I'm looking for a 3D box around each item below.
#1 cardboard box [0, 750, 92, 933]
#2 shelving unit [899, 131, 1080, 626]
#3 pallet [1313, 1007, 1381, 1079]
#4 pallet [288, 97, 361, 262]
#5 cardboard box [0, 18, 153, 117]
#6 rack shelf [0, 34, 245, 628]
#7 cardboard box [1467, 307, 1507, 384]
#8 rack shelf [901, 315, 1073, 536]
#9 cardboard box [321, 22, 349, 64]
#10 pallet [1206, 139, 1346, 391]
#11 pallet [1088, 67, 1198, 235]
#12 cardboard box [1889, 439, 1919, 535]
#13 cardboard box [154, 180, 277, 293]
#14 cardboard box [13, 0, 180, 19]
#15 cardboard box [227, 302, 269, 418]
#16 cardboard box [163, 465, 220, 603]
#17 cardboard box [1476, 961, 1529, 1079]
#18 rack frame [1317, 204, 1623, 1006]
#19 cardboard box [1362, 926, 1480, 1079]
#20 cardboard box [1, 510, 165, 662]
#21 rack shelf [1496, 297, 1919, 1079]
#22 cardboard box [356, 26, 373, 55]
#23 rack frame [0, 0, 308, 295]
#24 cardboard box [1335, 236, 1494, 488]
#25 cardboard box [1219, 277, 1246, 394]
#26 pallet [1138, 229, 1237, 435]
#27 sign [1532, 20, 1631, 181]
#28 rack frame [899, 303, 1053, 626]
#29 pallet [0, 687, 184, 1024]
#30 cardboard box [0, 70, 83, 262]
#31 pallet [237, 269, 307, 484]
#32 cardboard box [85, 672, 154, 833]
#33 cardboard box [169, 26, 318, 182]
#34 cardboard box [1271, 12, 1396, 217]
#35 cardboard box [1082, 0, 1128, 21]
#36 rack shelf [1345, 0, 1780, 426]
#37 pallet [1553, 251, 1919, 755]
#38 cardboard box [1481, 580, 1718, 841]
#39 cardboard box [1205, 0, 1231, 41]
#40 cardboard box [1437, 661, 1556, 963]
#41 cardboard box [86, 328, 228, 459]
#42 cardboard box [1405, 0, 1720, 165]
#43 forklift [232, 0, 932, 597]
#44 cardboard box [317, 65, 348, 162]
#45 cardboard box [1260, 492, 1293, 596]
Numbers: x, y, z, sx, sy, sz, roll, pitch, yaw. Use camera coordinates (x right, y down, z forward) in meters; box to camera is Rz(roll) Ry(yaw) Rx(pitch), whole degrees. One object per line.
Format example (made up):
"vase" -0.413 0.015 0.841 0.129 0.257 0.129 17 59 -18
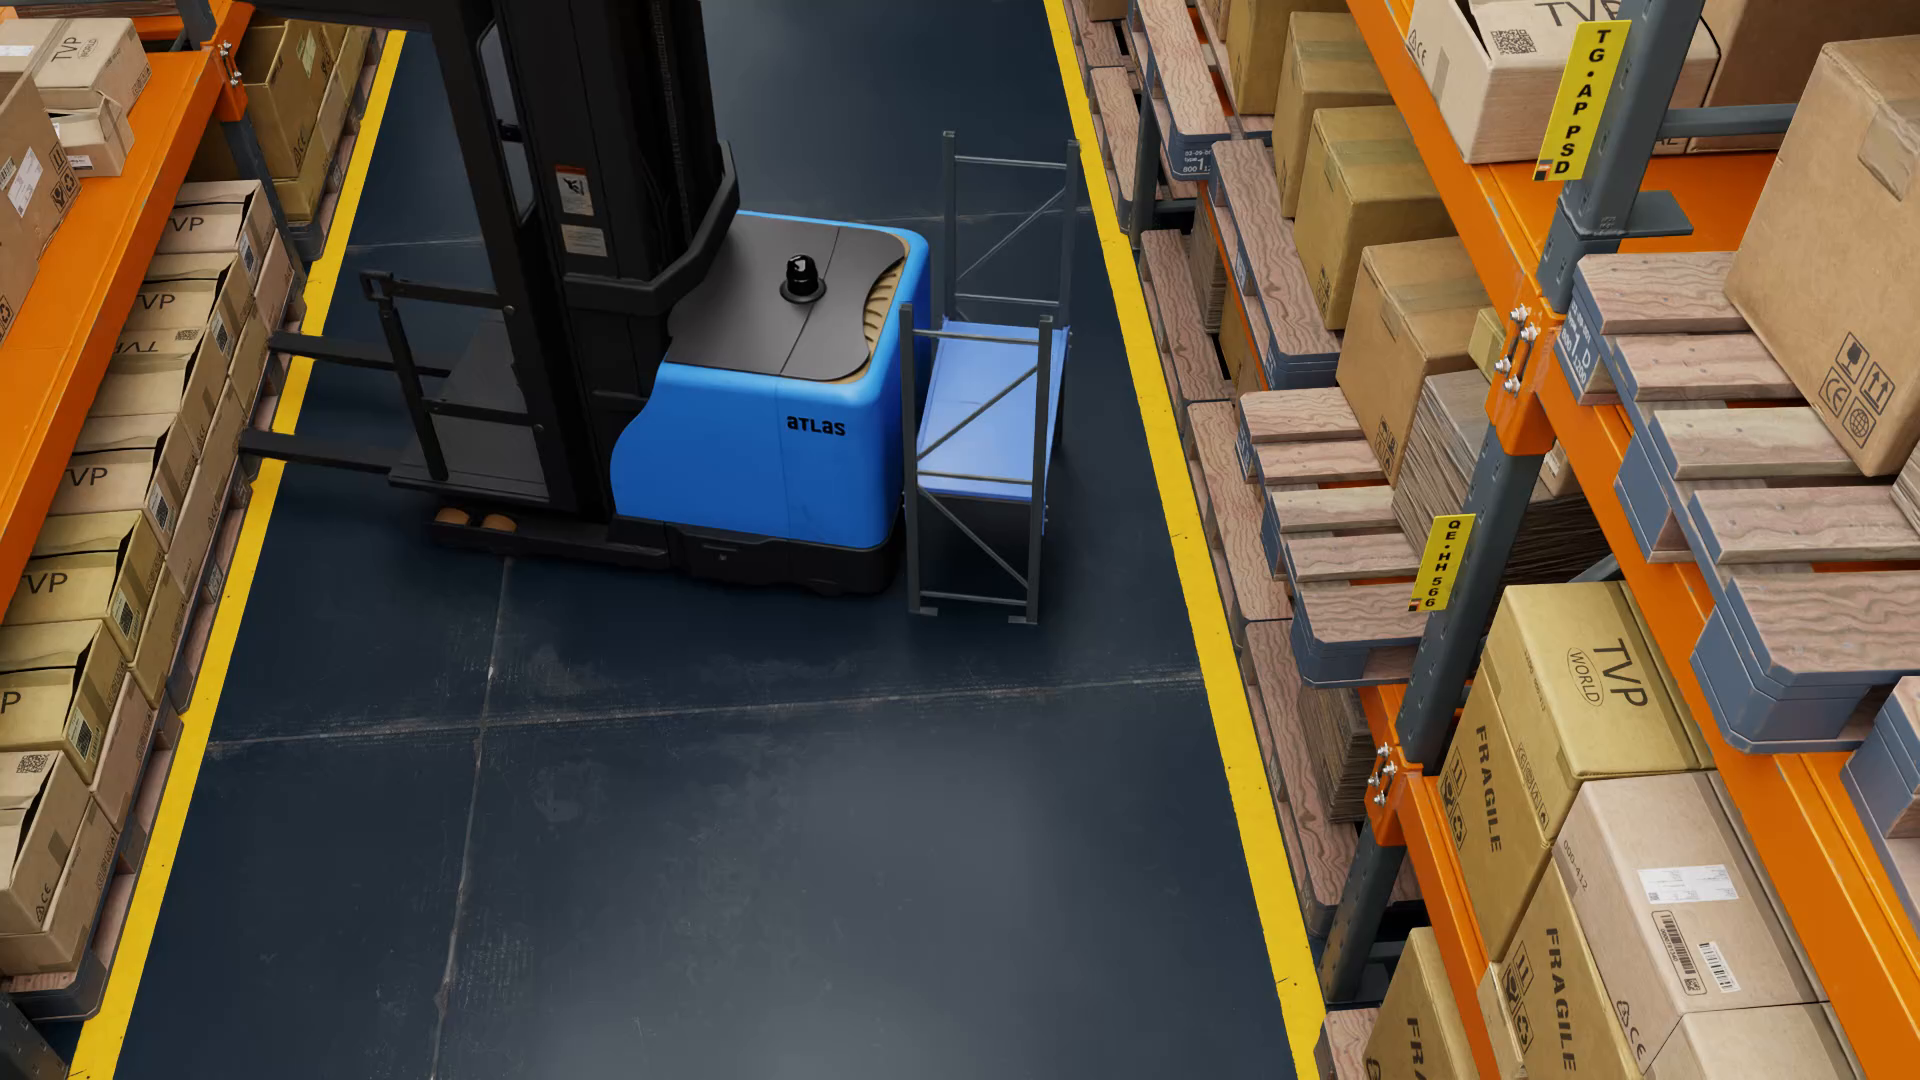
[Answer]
"cardboard box" -3.021 0.903 5.047 0.500 0.311 0.500 -2 47 -2
"shelving unit" 0.119 -0.586 6.272 0.538 1.500 1.048 6 47 5
"pallet" 1.657 1.922 4.785 1.003 0.211 1.213 -3 47 -3
"pallet" -3.629 -1.822 8.330 1.003 0.211 1.213 -3 47 -3
"cardboard box" -3.520 -1.797 6.490 0.500 0.250 0.500 -1 47 -1
"rack shelf" -3.437 -0.508 5.661 1.077 0.370 4.000 -3 47 -3
"cardboard box" 1.566 -0.501 4.340 0.380 0.149 0.250 -11 47 -10
"rack shelf" 0.119 -0.462 6.403 0.538 0.185 1.000 6 47 5
"cardboard box" -3.415 -2.737 8.365 0.500 0.500 0.500 -3 47 -3
"pallet" 1.460 -0.976 5.740 1.003 0.211 1.213 -3 47 -3
"pallet" 1.240 -2.031 8.528 1.003 0.211 1.213 -3 47 -3
"cardboard box" 1.861 -0.102 2.343 0.700 0.500 0.500 -6 47 -5
"cardboard box" -3.285 -1.319 7.151 0.500 0.311 0.500 -3 47 -3
"cardboard box" -3.648 -2.558 7.037 0.700 0.500 0.500 -5 47 -4
"cardboard box" -3.240 -0.753 7.002 0.500 0.250 0.500 -4 47 -4
"cardboard box" -3.156 -0.015 6.302 0.500 0.250 0.500 -3 47 -2
"cardboard box" 1.414 1.100 3.802 0.380 0.149 0.250 -2 47 -2
"rack frame" 1.667 0.388 4.317 1.000 3.000 0.127 -3 47 -3
"cardboard box" 1.597 1.523 4.433 0.750 0.750 0.750 -4 47 -4
"cardboard box" -3.113 0.154 5.756 0.500 0.311 0.500 -5 47 -4
"rack shelf" 1.834 1.051 2.118 1.077 0.370 4.000 -3 47 -3
"cardboard box" -3.462 -2.841 8.979 0.500 0.250 0.500 -3 47 -3
"rack frame" -3.604 -2.202 6.770 1.000 3.000 0.127 -3 47 -3
"cardboard box" 1.543 -0.540 4.824 0.700 0.500 0.500 -7 47 -7
"cardboard box" 1.503 -0.896 6.951 0.700 0.500 0.500 -4 47 -4
"pallet" 1.398 -0.984 7.537 1.003 0.211 1.213 -3 47 -3
"sign" 1.126 -0.790 3.010 0.100 0.325 0.005 -3 47 -3
"rack frame" 0.051 -0.220 5.926 0.500 1.500 0.032 6 47 5
"pallet" -3.299 1.052 5.608 1.003 0.211 1.213 -3 47 -3
"cardboard box" -3.512 -1.299 5.845 0.500 0.500 0.500 0 47 0
"pallet" -3.504 -0.713 7.280 1.003 0.211 1.213 -3 47 -3
"cardboard box" -3.064 0.732 5.595 0.500 0.250 0.500 -5 47 -4
"cardboard box" -3.331 -2.014 7.679 0.500 0.500 0.500 -3 47 -3
"cardboard box" 1.466 -1.442 5.678 0.700 0.500 0.500 2 47 2
"cardboard box" 1.024 -3.240 9.171 0.700 0.500 0.500 -6 47 -6
"rack shelf" 1.499 -1.843 4.859 1.077 0.370 4.000 -3 47 -3
"pallet" 1.773 -0.116 2.858 1.213 0.211 1.003 -2 47 -1
"cardboard box" 1.450 0.351 3.547 0.500 0.250 0.500 -2 47 -2
"cardboard box" 1.340 -2.322 6.511 0.700 0.500 0.500 -3 47 -3
"cardboard box" 1.452 0.611 3.818 0.500 0.500 0.500 -2 47 -2
"cardboard box" -3.195 -0.581 6.453 0.500 0.311 0.500 -4 47 -3
"cardboard box" 1.337 -1.124 3.731 0.500 0.311 0.500 -3 47 -3
"forklift" -1.671 -1.318 5.980 3.031 2.935 1.130 8 47 7
"cardboard box" -3.378 -2.117 8.294 0.500 0.250 0.500 -3 47 -3
"cardboard box" 1.557 -0.159 6.253 0.700 0.500 0.500 -4 47 -4
